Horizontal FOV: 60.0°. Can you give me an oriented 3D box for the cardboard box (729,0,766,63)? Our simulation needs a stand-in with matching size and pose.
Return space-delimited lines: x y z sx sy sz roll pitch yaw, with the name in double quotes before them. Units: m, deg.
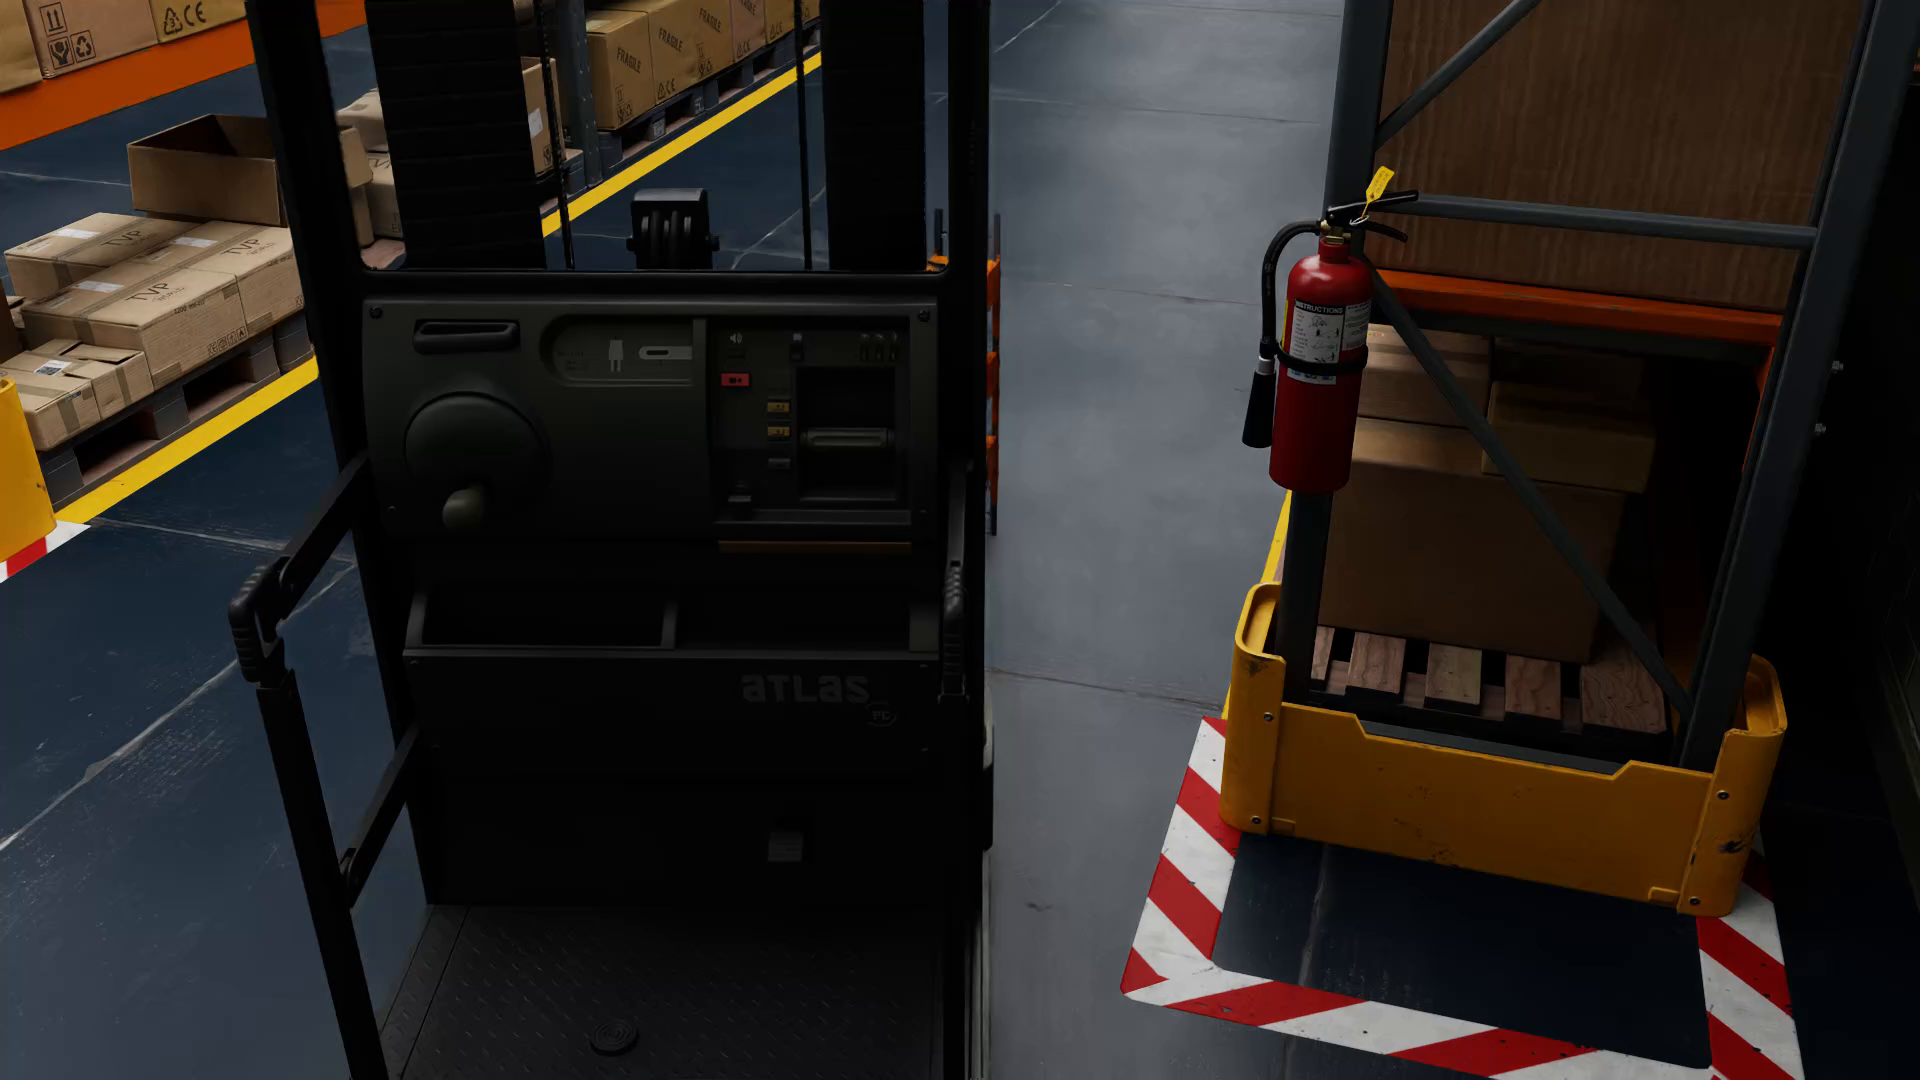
"cardboard box" -1.508 -3.199 10.033 0.500 0.500 0.500 7 30 13

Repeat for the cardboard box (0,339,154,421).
"cardboard box" -2.981 -0.550 5.616 0.380 0.166 0.250 8 30 15

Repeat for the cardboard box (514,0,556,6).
"cardboard box" -2.308 -2.792 9.302 0.500 0.500 0.500 9 30 15

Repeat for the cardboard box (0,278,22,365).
"cardboard box" -3.582 -0.722 5.581 0.500 0.500 0.500 8 30 15

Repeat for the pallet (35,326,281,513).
"pallet" -3.250 -0.522 5.971 1.003 0.211 1.213 8 30 15

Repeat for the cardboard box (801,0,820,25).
"cardboard box" -1.208 -3.684 10.906 0.500 0.500 0.500 10 31 17

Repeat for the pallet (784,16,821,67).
"pallet" -1.413 -3.492 11.310 1.003 0.211 1.213 8 30 15

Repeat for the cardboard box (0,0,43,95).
"cardboard box" -3.123 -1.547 4.842 0.500 0.500 0.500 9 30 16

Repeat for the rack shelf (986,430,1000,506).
"rack shelf" -0.016 -0.182 5.090 0.215 0.259 0.240 8 30 15

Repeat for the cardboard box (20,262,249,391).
"cardboard box" -2.928 -0.770 5.924 0.500 0.250 0.500 8 30 15

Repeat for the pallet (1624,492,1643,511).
"pallet" 1.751 -0.359 5.678 1.003 0.211 1.213 8 30 15

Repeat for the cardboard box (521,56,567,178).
"cardboard box" -2.228 -1.988 7.857 0.500 0.500 0.500 8 30 15

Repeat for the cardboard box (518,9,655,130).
"cardboard box" -1.957 -2.483 8.747 0.500 0.500 0.500 7 30 13

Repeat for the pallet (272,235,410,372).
"pallet" -2.890 -1.087 6.987 1.003 0.211 1.213 8 30 15

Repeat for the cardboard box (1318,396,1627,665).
"cardboard box" 1.341 -0.060 4.412 0.700 0.500 0.500 8 30 15

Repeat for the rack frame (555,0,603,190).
"rack frame" -2.332 -3.193 7.905 1.000 3.000 0.127 8 30 15

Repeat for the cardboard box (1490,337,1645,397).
"cardboard box" 1.643 -0.492 4.522 0.380 0.149 0.250 9 30 15

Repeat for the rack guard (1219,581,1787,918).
"rack guard" 1.224 0.474 3.883 1.175 0.500 0.348 8 30 15

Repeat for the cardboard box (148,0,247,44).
"cardboard box" -2.827 -2.020 5.693 0.500 0.500 0.500 8 30 15

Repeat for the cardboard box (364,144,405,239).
"cardboard box" -2.448 -1.557 7.276 0.500 0.311 0.500 8 30 15

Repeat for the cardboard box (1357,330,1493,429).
"cardboard box" 1.204 -0.429 4.408 0.380 0.149 0.250 8 30 14

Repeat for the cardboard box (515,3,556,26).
"cardboard box" -2.461 -2.563 8.891 0.500 0.500 0.500 8 30 15

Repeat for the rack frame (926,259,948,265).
"rack frame" -0.052 -0.377 4.848 0.200 1.050 0.008 8 30 15

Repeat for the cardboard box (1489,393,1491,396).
"cardboard box" 1.488 -0.293 4.830 0.700 0.500 0.500 8 30 15

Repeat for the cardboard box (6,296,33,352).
"cardboard box" -3.377 -0.752 5.978 0.380 0.166 0.250 8 30 15

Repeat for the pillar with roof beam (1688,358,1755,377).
"pillar with roof beam" -1.089 -5.275 5.476 9.100 9.000 0.400 8 30 15

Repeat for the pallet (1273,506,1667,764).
"pallet" 1.391 0.207 4.662 1.003 0.211 1.213 8 30 15

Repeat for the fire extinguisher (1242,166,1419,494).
"fire extinguisher" 0.746 -0.428 3.398 0.296 0.674 0.183 8 30 15

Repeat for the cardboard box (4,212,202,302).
"cardboard box" -3.274 -1.050 6.428 0.500 0.250 0.500 8 30 15

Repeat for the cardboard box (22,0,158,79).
"cardboard box" -2.977 -1.787 5.274 0.500 0.500 0.500 8 30 14

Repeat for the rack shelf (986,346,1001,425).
"rack shelf" -0.016 -0.425 4.955 0.215 0.259 0.240 8 30 15

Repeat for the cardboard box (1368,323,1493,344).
"cardboard box" 1.279 -0.548 4.622 0.380 0.149 0.250 9 30 16

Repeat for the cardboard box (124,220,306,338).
"cardboard box" -2.781 -1.002 6.342 0.500 0.250 0.500 8 30 15

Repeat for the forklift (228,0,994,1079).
"forklift" -0.501 -0.156 2.515 1.130 2.935 3.031 0 29 1

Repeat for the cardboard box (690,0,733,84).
"cardboard box" -1.657 -2.964 9.611 0.500 0.500 0.500 9 30 15

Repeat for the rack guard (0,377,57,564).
"rack guard" -3.483 -0.277 5.234 1.175 0.500 0.348 8 30 15

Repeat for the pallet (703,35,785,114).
"pallet" -1.773 -2.927 10.294 1.003 0.211 1.213 8 30 15

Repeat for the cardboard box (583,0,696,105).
"cardboard box" -1.811 -2.733 9.196 0.500 0.500 0.500 9 30 16

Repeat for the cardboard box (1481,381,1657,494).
"cardboard box" 1.495 -0.257 4.098 0.380 0.149 0.250 9 30 15

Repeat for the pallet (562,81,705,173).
"pallet" -2.129 -2.358 9.272 1.003 0.211 1.213 8 30 15

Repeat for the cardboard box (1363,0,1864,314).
"cardboard box" 1.371 -0.999 3.651 0.980 0.700 0.700 10 31 17

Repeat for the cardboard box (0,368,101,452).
"cardboard box" -3.054 -0.426 5.411 0.380 0.149 0.250 8 30 15

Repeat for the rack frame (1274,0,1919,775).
"rack frame" 1.231 -0.629 3.296 1.000 3.000 0.127 8 30 15

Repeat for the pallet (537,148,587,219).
"pallet" -2.534 -1.656 8.009 1.003 0.211 1.213 8 30 15

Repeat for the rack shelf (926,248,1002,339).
"rack shelf" -0.016 -0.673 4.817 0.215 0.259 0.240 8 30 15

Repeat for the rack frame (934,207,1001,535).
"rack frame" 0.020 -0.491 5.052 0.200 1.050 0.008 8 30 15

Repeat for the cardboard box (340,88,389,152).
"cardboard box" -2.662 -2.046 8.156 0.500 0.311 0.500 8 30 15

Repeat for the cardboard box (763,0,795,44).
"cardboard box" -1.360 -3.444 10.473 0.500 0.500 0.500 7 30 13

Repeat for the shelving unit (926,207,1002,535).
"shelving unit" -0.016 -0.434 4.950 0.215 1.050 0.252 8 30 15

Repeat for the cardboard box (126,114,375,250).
"cardboard box" -2.878 -1.421 6.834 0.797 0.503 0.637 8 30 15

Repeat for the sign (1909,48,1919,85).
"sign" 1.760 -0.960 2.919 0.100 0.325 0.005 8 30 15

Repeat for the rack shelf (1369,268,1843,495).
"rack shelf" 1.818 -1.244 5.141 1.077 0.370 4.000 8 30 15
